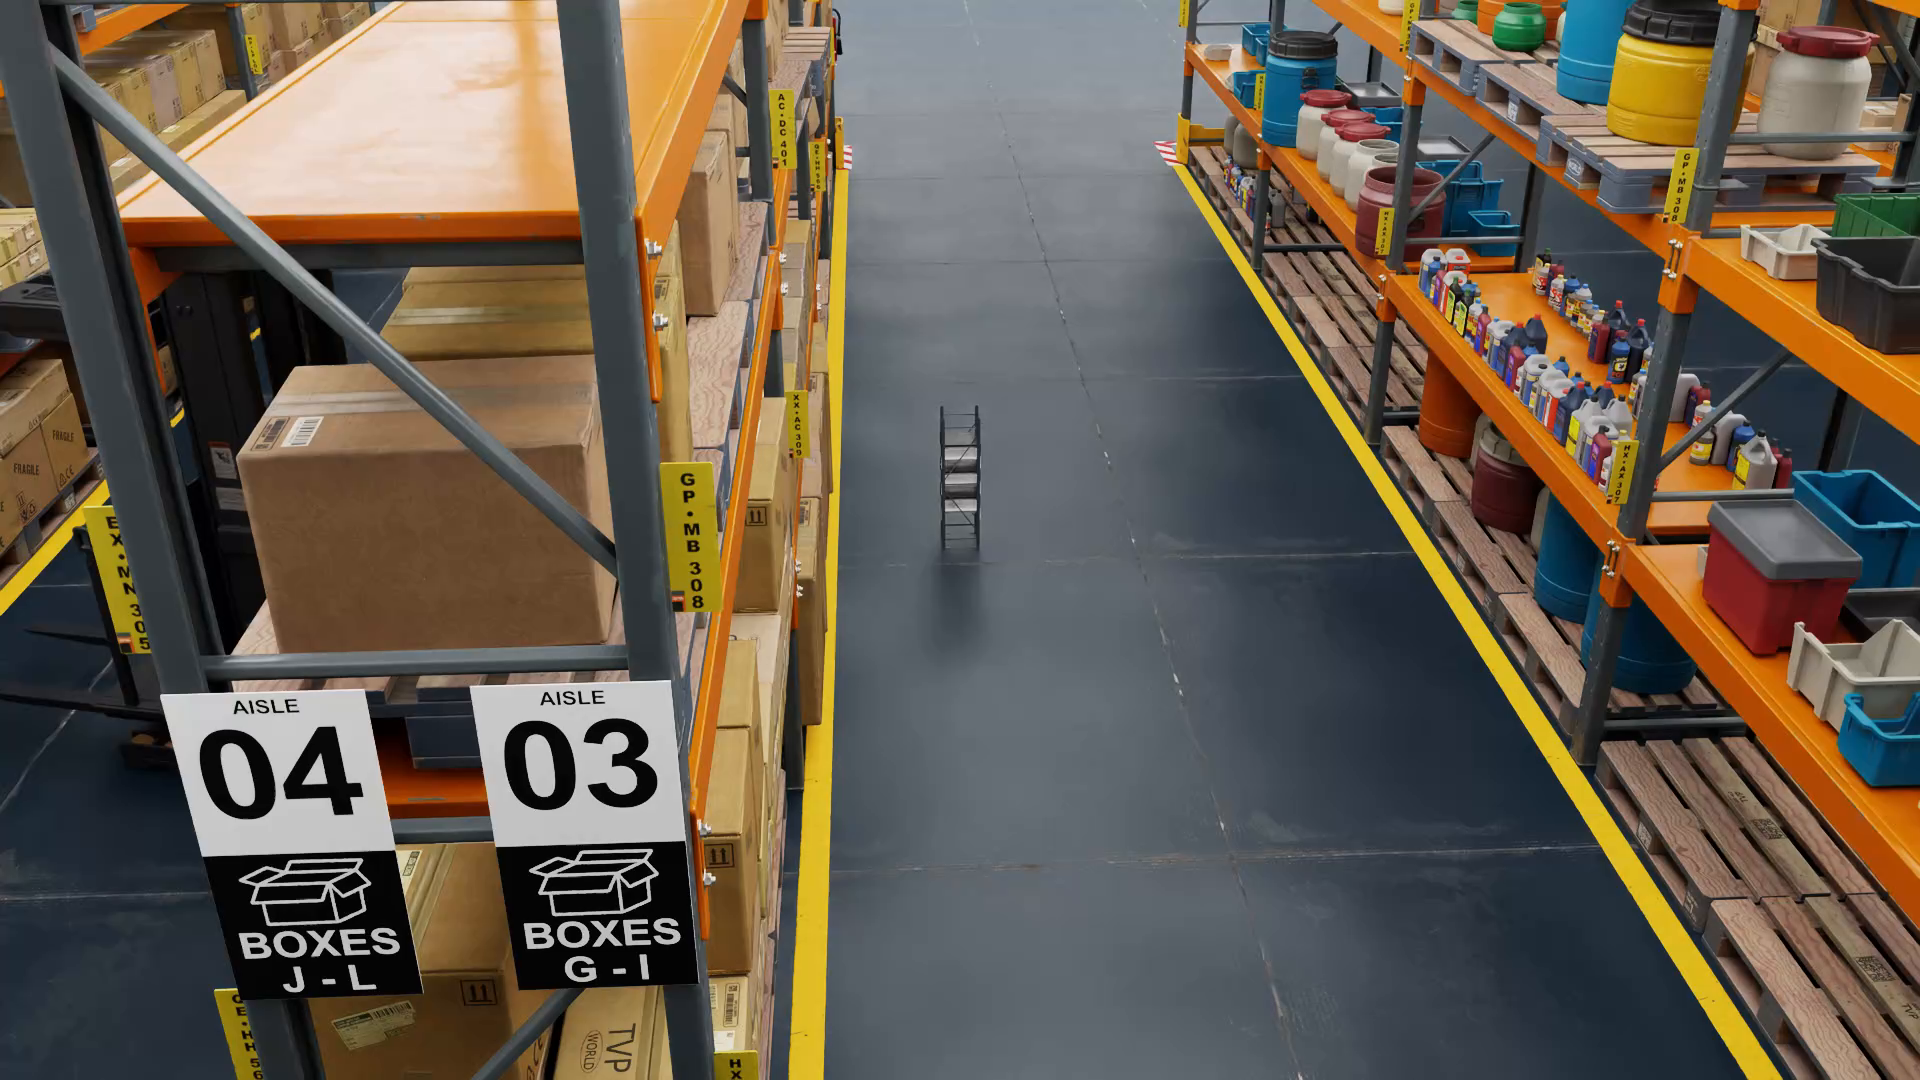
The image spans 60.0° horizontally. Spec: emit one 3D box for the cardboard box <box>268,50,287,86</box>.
[{"bbox_3d":[-6.743,-4.198,15.392,0.875,0.550,0.550,-1,28,-3],"label":"cardboard box"}]

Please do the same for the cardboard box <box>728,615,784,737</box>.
[{"bbox_3d":[-0.943,0.521,6.349,0.500,0.250,0.500,-1,28,-2],"label":"cardboard box"}]

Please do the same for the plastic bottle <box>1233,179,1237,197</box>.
[{"bbox_3d":[2.847,-3.607,16.972,0.097,0.201,0.097,0,28,0],"label":"plastic bottle"}]

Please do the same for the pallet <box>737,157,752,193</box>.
[{"bbox_3d":[-1.382,-1.754,7.832,0.805,0.209,1.217,-2,28,-5],"label":"pallet"}]

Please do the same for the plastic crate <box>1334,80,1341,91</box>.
[{"bbox_3d":[3.344,-4.118,15.468,0.767,0.338,0.504,-1,28,-3],"label":"plastic crate"}]

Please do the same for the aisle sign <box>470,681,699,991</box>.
[{"bbox_3d":[-0.772,0.634,3.479,0.394,0.787,0.004,-1,28,-3],"label":"aisle sign"}]

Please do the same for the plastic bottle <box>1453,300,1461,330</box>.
[{"bbox_3d":[3.162,-1.428,10.459,0.097,0.201,0.097,0,28,0],"label":"plastic bottle"}]

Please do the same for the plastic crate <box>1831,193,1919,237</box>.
[{"bbox_3d":[3.986,-1.253,6.895,0.450,0.188,0.662,-1,28,-3],"label":"plastic crate"}]

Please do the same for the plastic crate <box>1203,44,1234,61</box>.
[{"bbox_3d":[2.761,-5.210,17.780,0.298,0.136,0.250,-1,28,-3],"label":"plastic crate"}]

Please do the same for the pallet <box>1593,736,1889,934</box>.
[{"bbox_3d":[3.739,1.369,7.897,1.003,0.211,1.213,-1,28,-3],"label":"pallet"}]

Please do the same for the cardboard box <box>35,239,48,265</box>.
[{"bbox_3d":[-5.971,-1.850,10.549,0.380,0.149,0.250,-1,28,-2],"label":"cardboard box"}]

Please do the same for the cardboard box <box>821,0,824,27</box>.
[{"bbox_3d":[-1.472,-4.614,14.842,0.500,0.500,0.500,-1,28,-3],"label":"cardboard box"}]

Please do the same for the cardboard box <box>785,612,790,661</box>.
[{"bbox_3d":[-0.915,0.395,7.020,0.380,0.149,0.250,-2,28,-4],"label":"cardboard box"}]

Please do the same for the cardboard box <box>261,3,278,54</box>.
[{"bbox_3d":[-6.790,-4.675,15.141,0.875,0.550,0.550,-1,28,-3],"label":"cardboard box"}]

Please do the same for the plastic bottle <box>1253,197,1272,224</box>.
[{"bbox_3d":[2.923,-3.211,16.052,0.144,0.351,0.185,-2,28,-4],"label":"plastic bottle"}]

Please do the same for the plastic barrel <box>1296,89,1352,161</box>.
[{"bbox_3d":[3.075,-3.513,14.096,0.433,0.535,0.433,0,28,0],"label":"plastic barrel"}]

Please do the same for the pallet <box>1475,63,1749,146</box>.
[{"bbox_3d":[3.461,-2.335,8.945,1.003,0.211,1.213,-1,28,-3],"label":"pallet"}]

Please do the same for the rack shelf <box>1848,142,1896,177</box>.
[{"bbox_3d":[8.295,-2.776,13.606,1.077,0.370,4.000,-1,28,-3],"label":"rack shelf"}]

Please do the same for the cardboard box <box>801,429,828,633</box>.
[{"bbox_3d":[-1.385,-0.038,9.423,1.225,0.875,0.875,-2,28,-4],"label":"cardboard box"}]

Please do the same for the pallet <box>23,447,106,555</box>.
[{"bbox_3d":[-6.412,-0.263,11.026,1.003,0.211,1.213,-1,28,-3],"label":"pallet"}]

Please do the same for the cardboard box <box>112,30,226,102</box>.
[{"bbox_3d":[-6.629,-3.966,13.921,0.700,0.500,0.500,-2,28,-4],"label":"cardboard box"}]

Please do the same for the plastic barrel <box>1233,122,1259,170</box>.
[{"bbox_3d":[3.172,-4.297,17.981,0.421,0.512,0.421,0,28,0],"label":"plastic barrel"}]

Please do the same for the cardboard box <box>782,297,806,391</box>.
[{"bbox_3d":[-1.144,-1.051,9.413,0.500,0.500,0.500,-1,28,-2],"label":"cardboard box"}]

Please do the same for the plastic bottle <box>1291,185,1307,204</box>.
[{"bbox_3d":[3.438,-3.539,16.761,0.152,0.276,0.135,-1,28,-3],"label":"plastic bottle"}]

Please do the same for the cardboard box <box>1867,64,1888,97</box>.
[{"bbox_3d":[8.161,-4.267,15.580,0.700,0.500,0.500,-2,28,-4],"label":"cardboard box"}]

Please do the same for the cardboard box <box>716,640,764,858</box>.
[{"bbox_3d":[-0.890,0.665,5.261,0.500,0.500,0.500,-2,28,-4],"label":"cardboard box"}]

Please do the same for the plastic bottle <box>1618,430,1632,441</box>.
[{"bbox_3d":[3.423,-0.472,8.627,0.097,0.201,0.097,0,28,0],"label":"plastic bottle"}]

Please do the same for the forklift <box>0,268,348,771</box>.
[{"bbox_3d":[-3.818,-0.354,8.259,3.031,2.935,1.130,5,28,9],"label":"forklift"}]

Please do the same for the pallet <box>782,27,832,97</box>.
[{"bbox_3d":[-1.407,-2.884,9.996,1.213,0.211,1.003,0,28,0],"label":"pallet"}]

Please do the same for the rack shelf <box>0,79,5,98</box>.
[{"bbox_3d":[-6.347,-1.948,8.775,1.077,0.370,4.000,-1,28,-3],"label":"rack shelf"}]

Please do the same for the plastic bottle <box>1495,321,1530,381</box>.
[{"bbox_3d":[3.229,-1.109,9.686,0.144,0.351,0.185,-1,28,-3],"label":"plastic bottle"}]

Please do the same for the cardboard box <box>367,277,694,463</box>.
[{"bbox_3d":[-1.065,-0.345,4.255,0.700,0.500,0.500,-2,28,-5],"label":"cardboard box"}]

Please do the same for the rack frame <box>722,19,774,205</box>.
[{"bbox_3d":[-1.285,-2.746,6.284,1.000,3.000,0.127,-1,28,-3],"label":"rack frame"}]

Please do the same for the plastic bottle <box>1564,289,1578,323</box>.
[{"bbox_3d":[3.915,-1.493,10.584,0.097,0.201,0.097,0,28,0],"label":"plastic bottle"}]

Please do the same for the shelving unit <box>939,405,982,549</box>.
[{"bbox_3d":[0.000,-0.395,10.535,0.258,0.900,0.210,-1,28,-3],"label":"shelving unit"}]

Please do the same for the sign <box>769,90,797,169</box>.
[{"bbox_3d":[-0.730,-1.695,6.867,0.100,0.325,0.005,-1,28,-3],"label":"sign"}]

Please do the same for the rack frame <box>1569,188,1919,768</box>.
[{"bbox_3d":[3.662,-0.206,7.901,1.000,3.000,0.127,-1,28,-3],"label":"rack frame"}]

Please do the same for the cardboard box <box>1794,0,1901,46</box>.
[{"bbox_3d":[8.161,-4.842,15.280,0.700,0.500,0.500,-1,28,-2],"label":"cardboard box"}]

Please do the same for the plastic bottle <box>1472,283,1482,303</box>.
[{"bbox_3d":[3.300,-1.555,10.703,0.097,0.201,0.097,0,28,0],"label":"plastic bottle"}]

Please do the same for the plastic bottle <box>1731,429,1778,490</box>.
[{"bbox_3d":[3.965,-0.373,8.275,0.144,0.351,0.185,-1,28,-3],"label":"plastic bottle"}]

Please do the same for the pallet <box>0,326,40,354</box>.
[{"bbox_3d":[-6.308,-1.449,10.492,1.213,0.211,1.003,-1,28,-3],"label":"pallet"}]

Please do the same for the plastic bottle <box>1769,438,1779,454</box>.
[{"bbox_3d":[4.062,-0.395,8.391,0.061,0.283,0.133,-1,28,-3],"label":"plastic bottle"}]

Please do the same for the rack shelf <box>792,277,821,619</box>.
[{"bbox_3d":[-1.389,-0.691,9.609,1.077,0.370,4.000,-1,28,-3],"label":"rack shelf"}]

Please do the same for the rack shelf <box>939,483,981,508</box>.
[{"bbox_3d":[0.000,-0.286,10.592,0.258,0.077,0.200,-1,28,-3],"label":"rack shelf"}]

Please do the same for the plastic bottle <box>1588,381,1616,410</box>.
[{"bbox_3d":[3.421,-0.689,8.881,0.144,0.351,0.185,-1,28,-3],"label":"plastic bottle"}]

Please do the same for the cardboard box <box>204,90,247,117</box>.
[{"bbox_3d":[-6.366,-3.517,14.142,0.500,0.500,0.500,-2,28,-3],"label":"cardboard box"}]

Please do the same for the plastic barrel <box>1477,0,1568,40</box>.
[{"bbox_3d":[3.480,-3.497,10.050,0.600,0.830,0.708,-1,28,-3],"label":"plastic barrel"}]

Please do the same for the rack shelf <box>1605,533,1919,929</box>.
[{"bbox_3d":[3.766,1.037,6.296,1.077,0.370,4.000,-1,28,-3],"label":"rack shelf"}]

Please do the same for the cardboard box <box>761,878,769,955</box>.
[{"bbox_3d":[-0.820,1.226,5.427,0.380,0.149,0.250,-2,28,-4],"label":"cardboard box"}]

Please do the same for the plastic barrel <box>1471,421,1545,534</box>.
[{"bbox_3d":[3.554,-0.423,10.471,0.600,0.588,0.708,-1,28,-3],"label":"plastic barrel"}]

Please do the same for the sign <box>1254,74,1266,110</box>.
[{"bbox_3d":[2.694,-4.015,14.905,0.100,0.325,0.005,-1,28,-3],"label":"sign"}]

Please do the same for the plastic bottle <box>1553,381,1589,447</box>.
[{"bbox_3d":[3.277,-0.686,8.875,0.144,0.351,0.185,-1,28,-3],"label":"plastic bottle"}]

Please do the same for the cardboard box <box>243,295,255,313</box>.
[{"bbox_3d":[-6.492,-2.166,13.638,1.050,0.750,0.750,-1,28,-3],"label":"cardboard box"}]

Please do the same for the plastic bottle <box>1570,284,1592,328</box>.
[{"bbox_3d":[3.920,-1.479,10.482,0.097,0.271,0.097,0,28,0],"label":"plastic bottle"}]

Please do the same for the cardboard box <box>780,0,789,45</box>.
[{"bbox_3d":[-1.390,-3.215,9.862,0.797,0.503,0.637,0,28,0],"label":"cardboard box"}]
